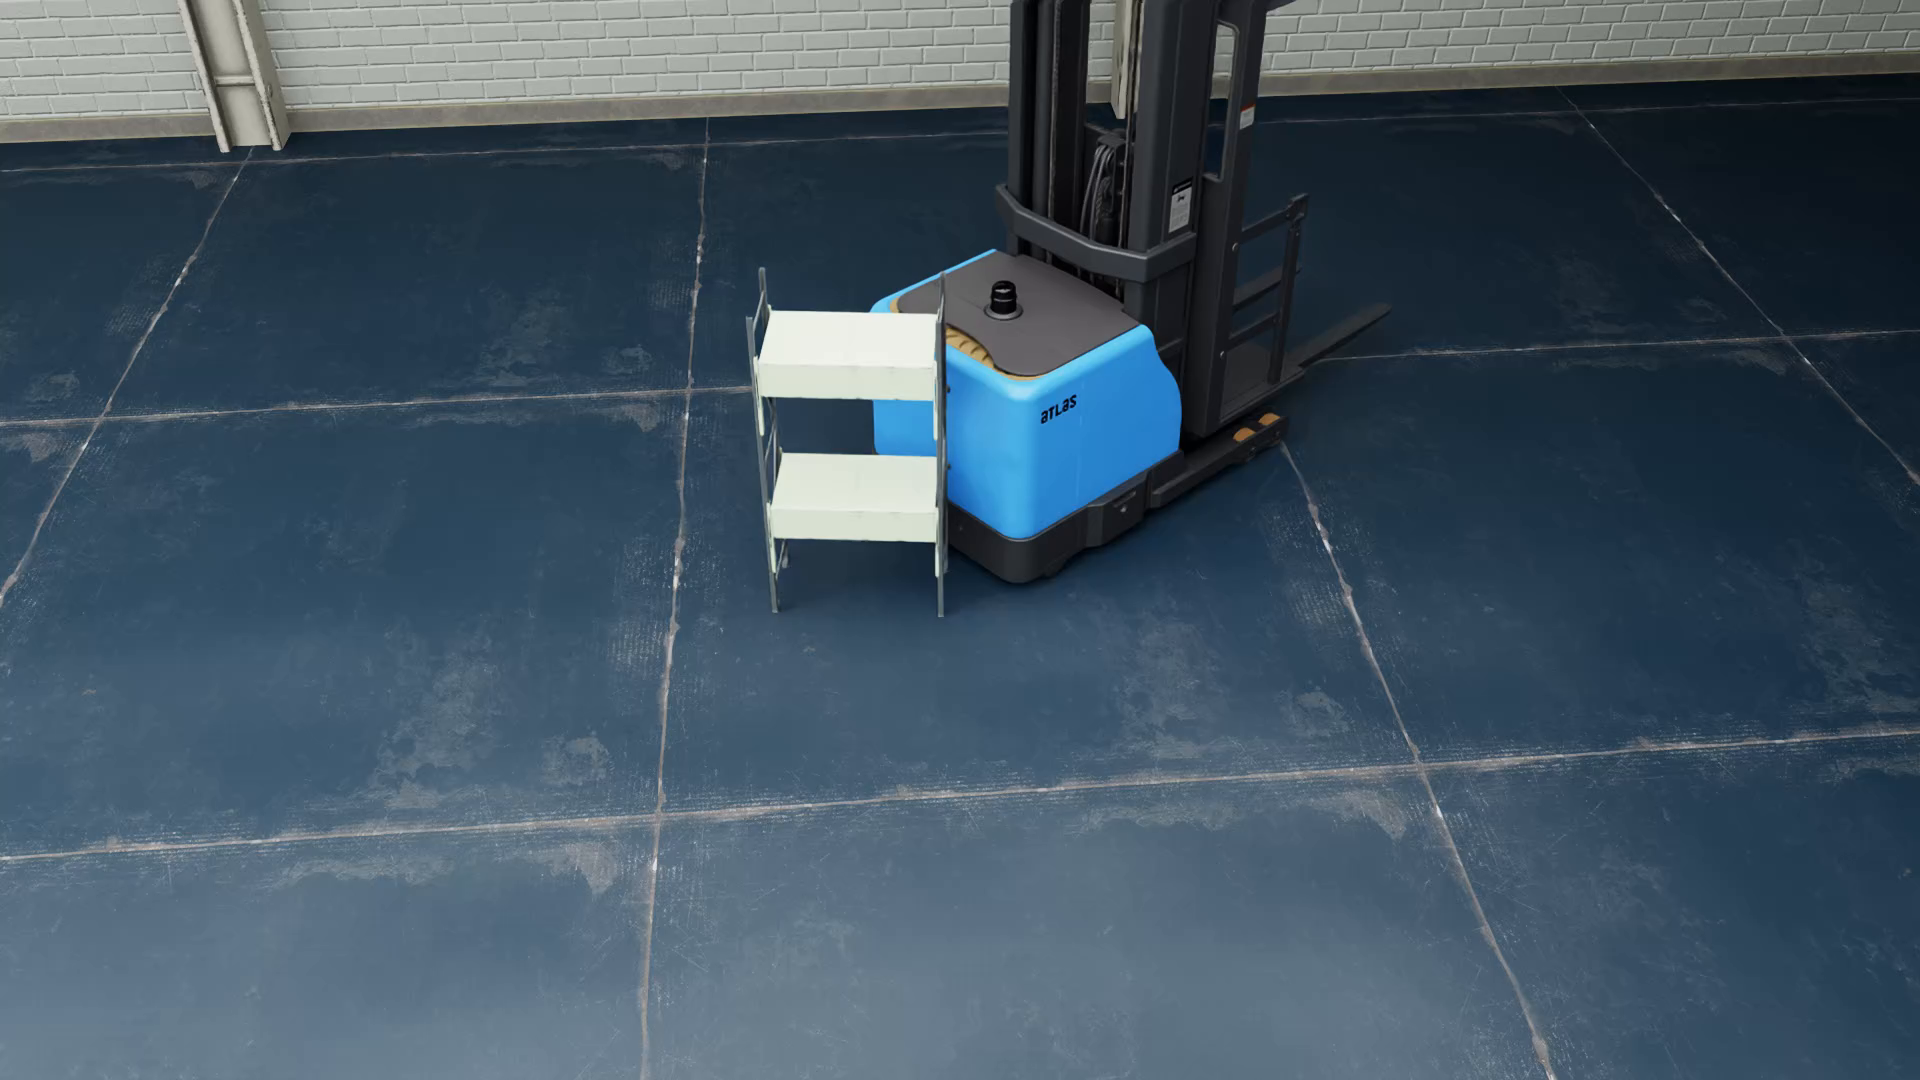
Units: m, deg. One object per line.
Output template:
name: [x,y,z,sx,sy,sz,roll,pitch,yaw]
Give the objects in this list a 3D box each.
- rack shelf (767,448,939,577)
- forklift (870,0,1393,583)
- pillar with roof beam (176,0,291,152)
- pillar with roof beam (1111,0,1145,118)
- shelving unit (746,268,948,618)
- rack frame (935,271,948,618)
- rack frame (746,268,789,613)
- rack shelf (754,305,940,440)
rack shelf: [-0.441,-0.123,7.222,0.720,0.370,0.431,1,38,2]
forklift: [1.006,-1.751,7.603,3.031,2.935,1.130,-30,47,-32]
pillar with roof beam: [-4.328,-3.548,4.982,0.400,9.000,9.100,-3,38,-4]
pillar with roof beam: [1.648,-3.877,5.399,0.400,9.000,9.100,-3,38,-4]
shelving unit: [-0.441,-0.379,7.020,0.755,1.500,0.431,1,38,2]
rack frame: [-0.076,-0.370,7.008,0.023,1.500,0.400,1,38,2]
rack frame: [-0.807,-0.389,7.032,0.023,1.500,0.400,1,38,2]
rack shelf: [-0.441,-0.686,6.778,0.720,0.370,0.431,1,38,2]
